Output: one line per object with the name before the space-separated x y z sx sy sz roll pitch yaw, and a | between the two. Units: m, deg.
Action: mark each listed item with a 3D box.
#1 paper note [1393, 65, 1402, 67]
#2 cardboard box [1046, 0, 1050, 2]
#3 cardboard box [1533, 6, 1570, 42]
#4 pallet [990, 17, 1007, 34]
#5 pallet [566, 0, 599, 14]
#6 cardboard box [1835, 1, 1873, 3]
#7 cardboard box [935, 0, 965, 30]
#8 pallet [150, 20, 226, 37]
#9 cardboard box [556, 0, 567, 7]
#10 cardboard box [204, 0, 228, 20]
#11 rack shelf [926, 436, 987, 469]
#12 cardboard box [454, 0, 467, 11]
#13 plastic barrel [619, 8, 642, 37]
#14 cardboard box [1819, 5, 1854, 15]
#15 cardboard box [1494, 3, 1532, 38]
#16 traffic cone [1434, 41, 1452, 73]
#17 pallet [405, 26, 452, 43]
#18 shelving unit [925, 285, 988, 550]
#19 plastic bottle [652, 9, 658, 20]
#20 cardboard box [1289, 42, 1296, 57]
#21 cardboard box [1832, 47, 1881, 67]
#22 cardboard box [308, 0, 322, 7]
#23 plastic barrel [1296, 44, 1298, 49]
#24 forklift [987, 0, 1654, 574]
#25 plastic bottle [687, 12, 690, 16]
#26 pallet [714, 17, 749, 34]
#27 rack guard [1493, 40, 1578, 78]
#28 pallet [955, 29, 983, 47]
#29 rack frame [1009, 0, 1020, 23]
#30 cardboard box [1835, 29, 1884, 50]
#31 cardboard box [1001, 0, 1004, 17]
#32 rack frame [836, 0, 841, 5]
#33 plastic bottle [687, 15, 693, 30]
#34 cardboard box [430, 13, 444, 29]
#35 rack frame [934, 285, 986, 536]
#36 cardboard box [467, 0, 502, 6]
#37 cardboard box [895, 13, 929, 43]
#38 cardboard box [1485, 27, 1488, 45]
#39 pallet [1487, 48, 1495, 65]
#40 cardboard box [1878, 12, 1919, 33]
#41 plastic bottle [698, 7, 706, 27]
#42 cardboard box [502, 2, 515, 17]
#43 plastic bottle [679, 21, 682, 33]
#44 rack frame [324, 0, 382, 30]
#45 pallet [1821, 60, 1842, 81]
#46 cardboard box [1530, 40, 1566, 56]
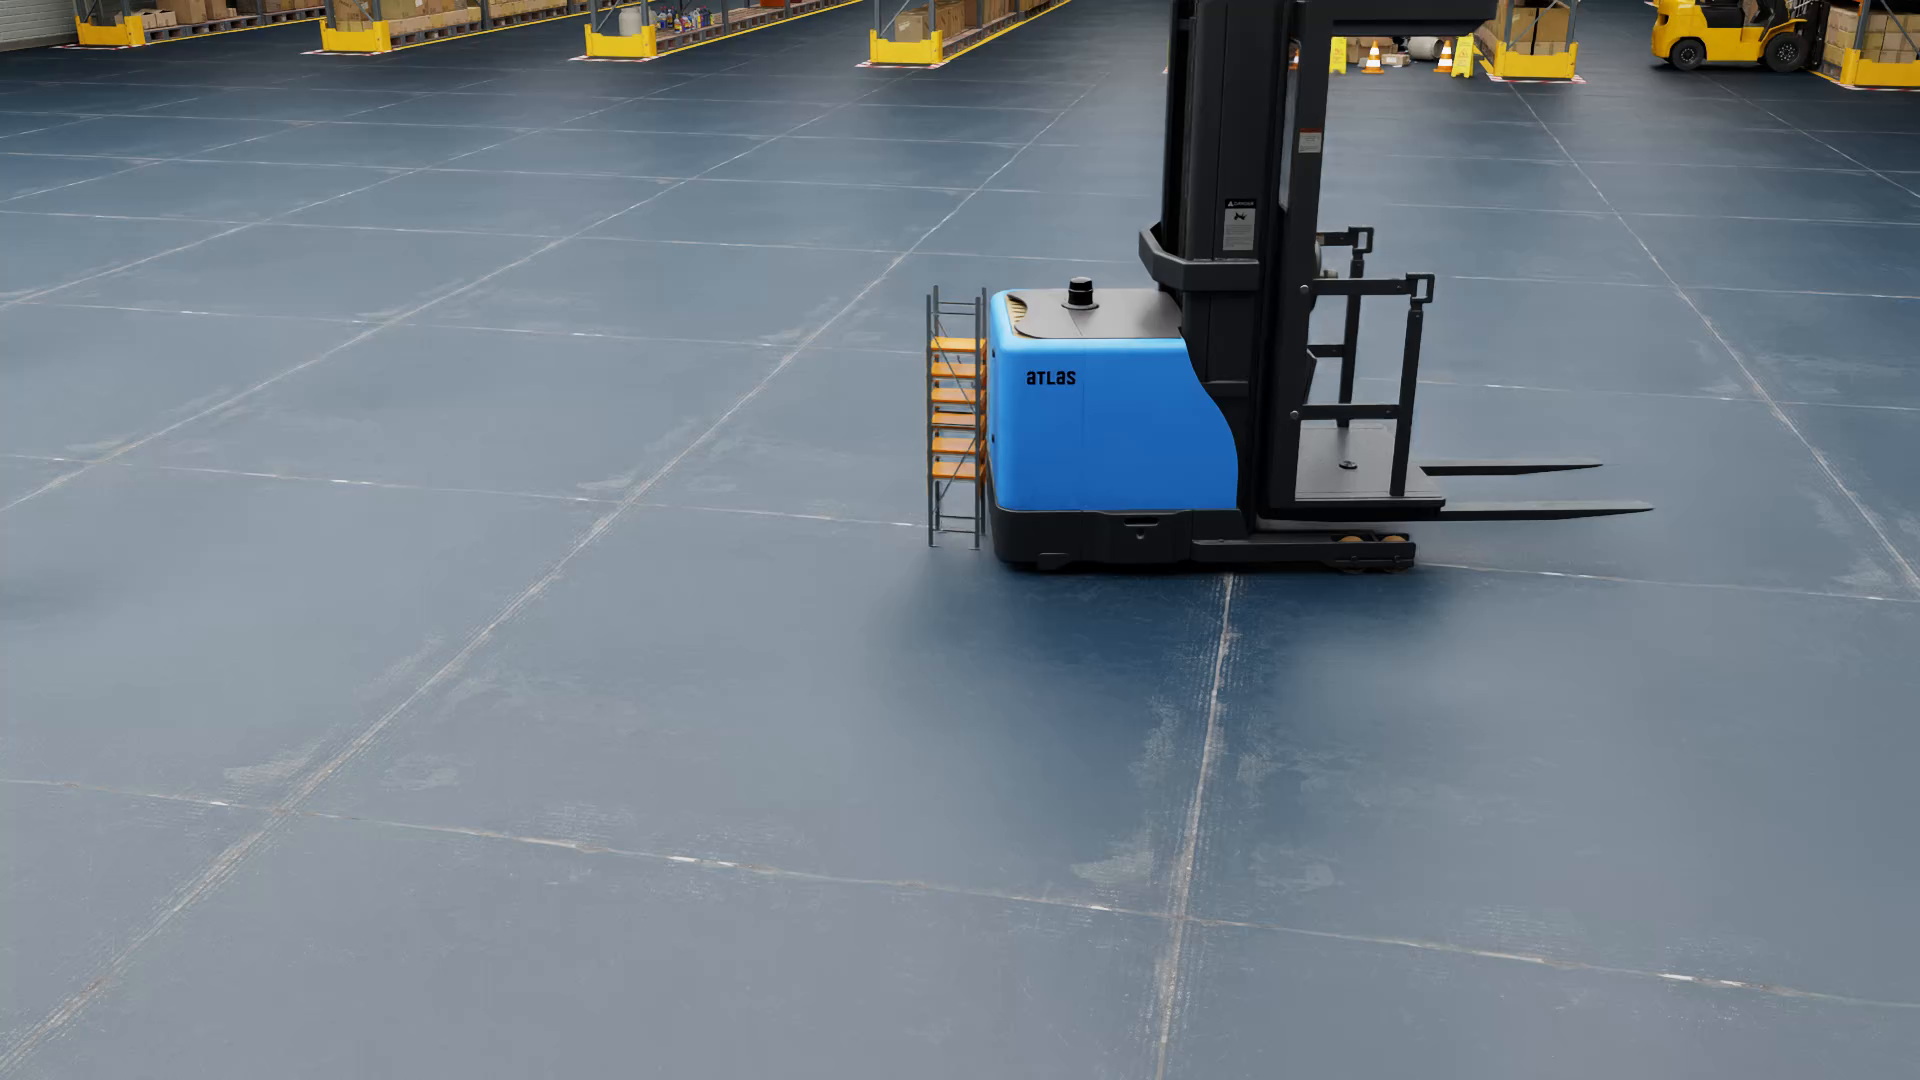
paper note | 7.046 -7.629 26.756 0.148 0.019 0.142 -3 22 -8
cardboard box | 1.438 -12.627 37.473 1.225 0.875 0.875 5 22 11
cardboard box | 9.242 -8.059 25.963 0.500 0.500 0.500 4 22 9
pallet | 0.321 -10.166 32.814 1.003 0.211 1.213 4 22 11
pallet | -8.775 -11.924 37.177 1.003 0.211 1.213 4 22 11
cardboard box | 14.479 -8.597 26.965 0.500 0.250 0.500 4 22 10
cardboard box | -0.204 -9.620 30.507 0.500 0.500 0.500 4 22 9
pallet | -14.980 -9.871 32.080 1.003 0.211 1.213 4 22 11
cardboard box | -8.833 -11.655 35.897 0.500 0.250 0.500 5 22 12
cardboard box | -14.803 -10.522 32.722 0.500 0.500 0.500 3 22 7
rack shelf | -0.014 -0.399 7.677 0.258 0.103 0.180 3 22 9
cardboard box | -9.774 -10.383 31.734 0.500 0.500 0.500 4 22 11
plastic barrel | -5.689 -8.929 28.778 0.421 0.512 0.421 0 22 0
cardboard box | 13.753 -8.265 26.139 0.500 0.250 0.500 4 22 10
cardboard box | 8.814 -8.280 26.513 0.500 0.500 0.500 5 23 13
traffic cone | 7.627 -7.588 26.075 0.336 0.463 0.334 4 22 11
pallet | -10.230 -9.455 31.048 1.003 0.211 1.213 4 22 11
shelving unit | -0.014 -0.551 7.615 0.258 1.200 0.189 3 22 9
plastic bottle | -5.628 -9.592 30.613 0.144 0.351 0.185 4 22 10
cardboard box | 5.440 -8.508 28.306 0.500 0.500 0.500 8 23 20
cardboard box | 13.449 -7.247 24.952 0.500 0.250 0.500 5 22 11
cardboard box | -14.203 -11.737 35.738 0.700 0.500 0.500 4 22 11
plastic barrel | 6.022 -8.586 28.605 0.421 0.421 0.512 -16 27 -35
forklift | 1.660 -1.405 7.419 3.031 2.935 1.130 -1 22 -2
plastic bottle | -4.992 -9.602 30.726 0.061 0.283 0.133 4 22 11
pallet | -4.810 -10.102 32.653 1.003 0.211 1.213 4 22 11
rack guard | 8.818 -7.377 25.502 1.175 0.500 0.348 4 22 11
pallet | -0.186 -9.186 30.379 1.003 0.211 1.213 4 22 11
rack frame | 0.733 -12.190 34.107 1.000 3.000 0.127 4 22 11
cardboard box | 13.455 -7.485 24.873 0.500 0.250 0.500 4 22 10
cardboard box | 0.515 -10.785 33.373 0.700 0.500 0.500 3 22 6
rack frame | -3.299 -14.031 38.677 1.000 3.000 0.127 4 22 11
plastic bottle | -4.941 -9.456 30.381 0.097 0.271 0.097 0 22 0
cardboard box | -9.962 -9.668 30.962 0.500 0.250 0.500 4 22 11
rack frame | 0.001 -0.585 7.699 0.240 1.200 0.006 3 22 9
cardboard box | -9.452 -10.796 33.011 0.500 0.311 0.500 5 22 11
cardboard box | -0.756 -8.527 27.795 0.500 0.500 0.500 9 24 21
cardboard box | 9.136 -8.500 28.062 0.500 0.250 0.500 6 23 14
pallet | 9.269 -7.983 27.392 1.003 0.211 1.213 4 22 11
cardboard box | 13.946 -7.677 24.679 0.500 0.250 0.500 4 22 10
plastic bottle | -4.820 -9.753 31.011 0.144 0.351 0.185 3 22 8
cardboard box | -9.350 -10.719 33.571 0.500 0.250 0.500 5 22 12
plastic bottle | -5.052 -9.225 29.902 0.097 0.201 0.097 0 22 0
rack frame | -10.596 -10.021 28.721 1.000 3.000 0.127 4 22 11
pallet | 13.777 -7.122 25.254 1.003 0.211 1.213 4 22 11
cardboard box | 9.237 -7.702 26.082 0.500 0.250 0.500 4 22 10
